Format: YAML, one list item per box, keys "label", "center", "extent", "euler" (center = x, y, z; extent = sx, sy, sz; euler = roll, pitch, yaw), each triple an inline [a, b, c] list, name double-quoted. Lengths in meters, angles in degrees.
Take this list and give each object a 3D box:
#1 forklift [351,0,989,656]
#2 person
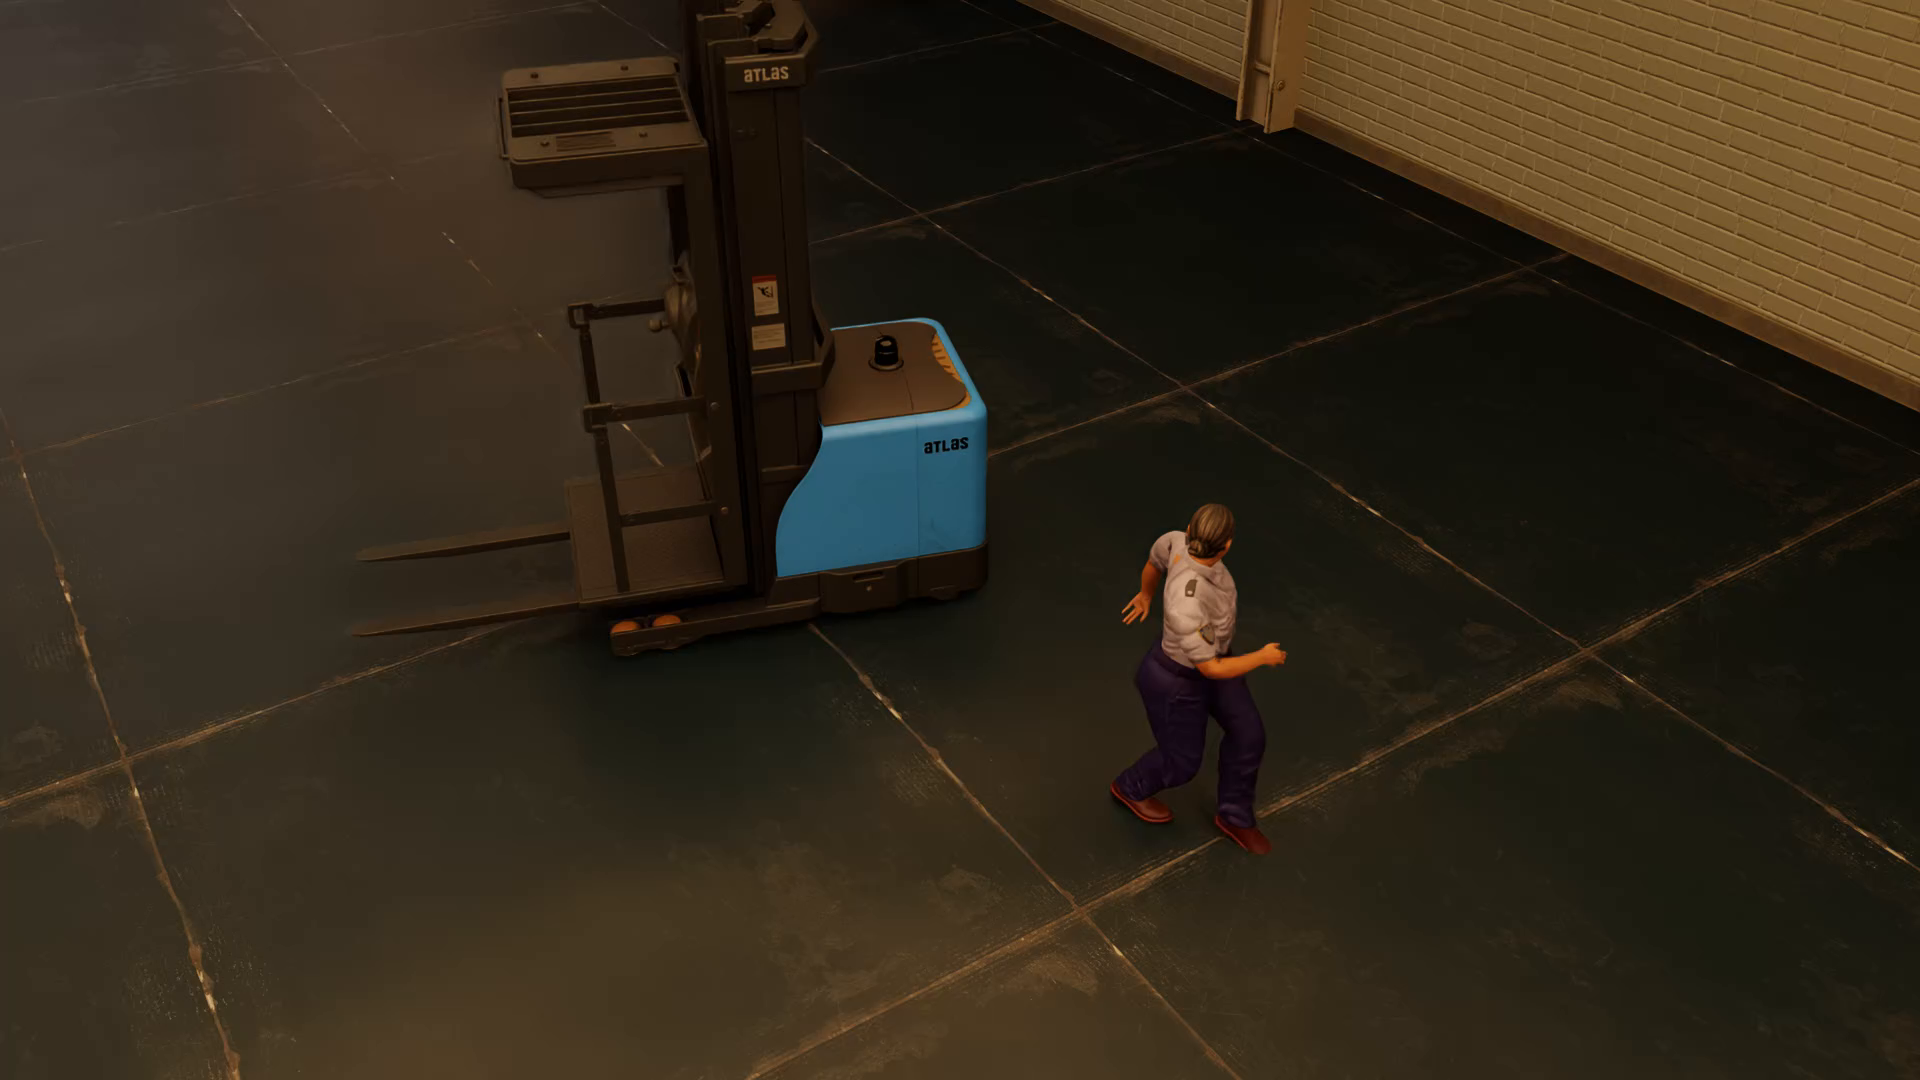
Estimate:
- label: "forklift"
  center: [-1.433, -0.984, 7.548]
  extent: [3.031, 2.935, 1.130]
  euler: [-9, 36, -12]
- label: "person"
  center: [0.926, 0.550, 6.585]
  extent: [0.850, 1.633, 0.518]
  euler: [21, 40, 27]
